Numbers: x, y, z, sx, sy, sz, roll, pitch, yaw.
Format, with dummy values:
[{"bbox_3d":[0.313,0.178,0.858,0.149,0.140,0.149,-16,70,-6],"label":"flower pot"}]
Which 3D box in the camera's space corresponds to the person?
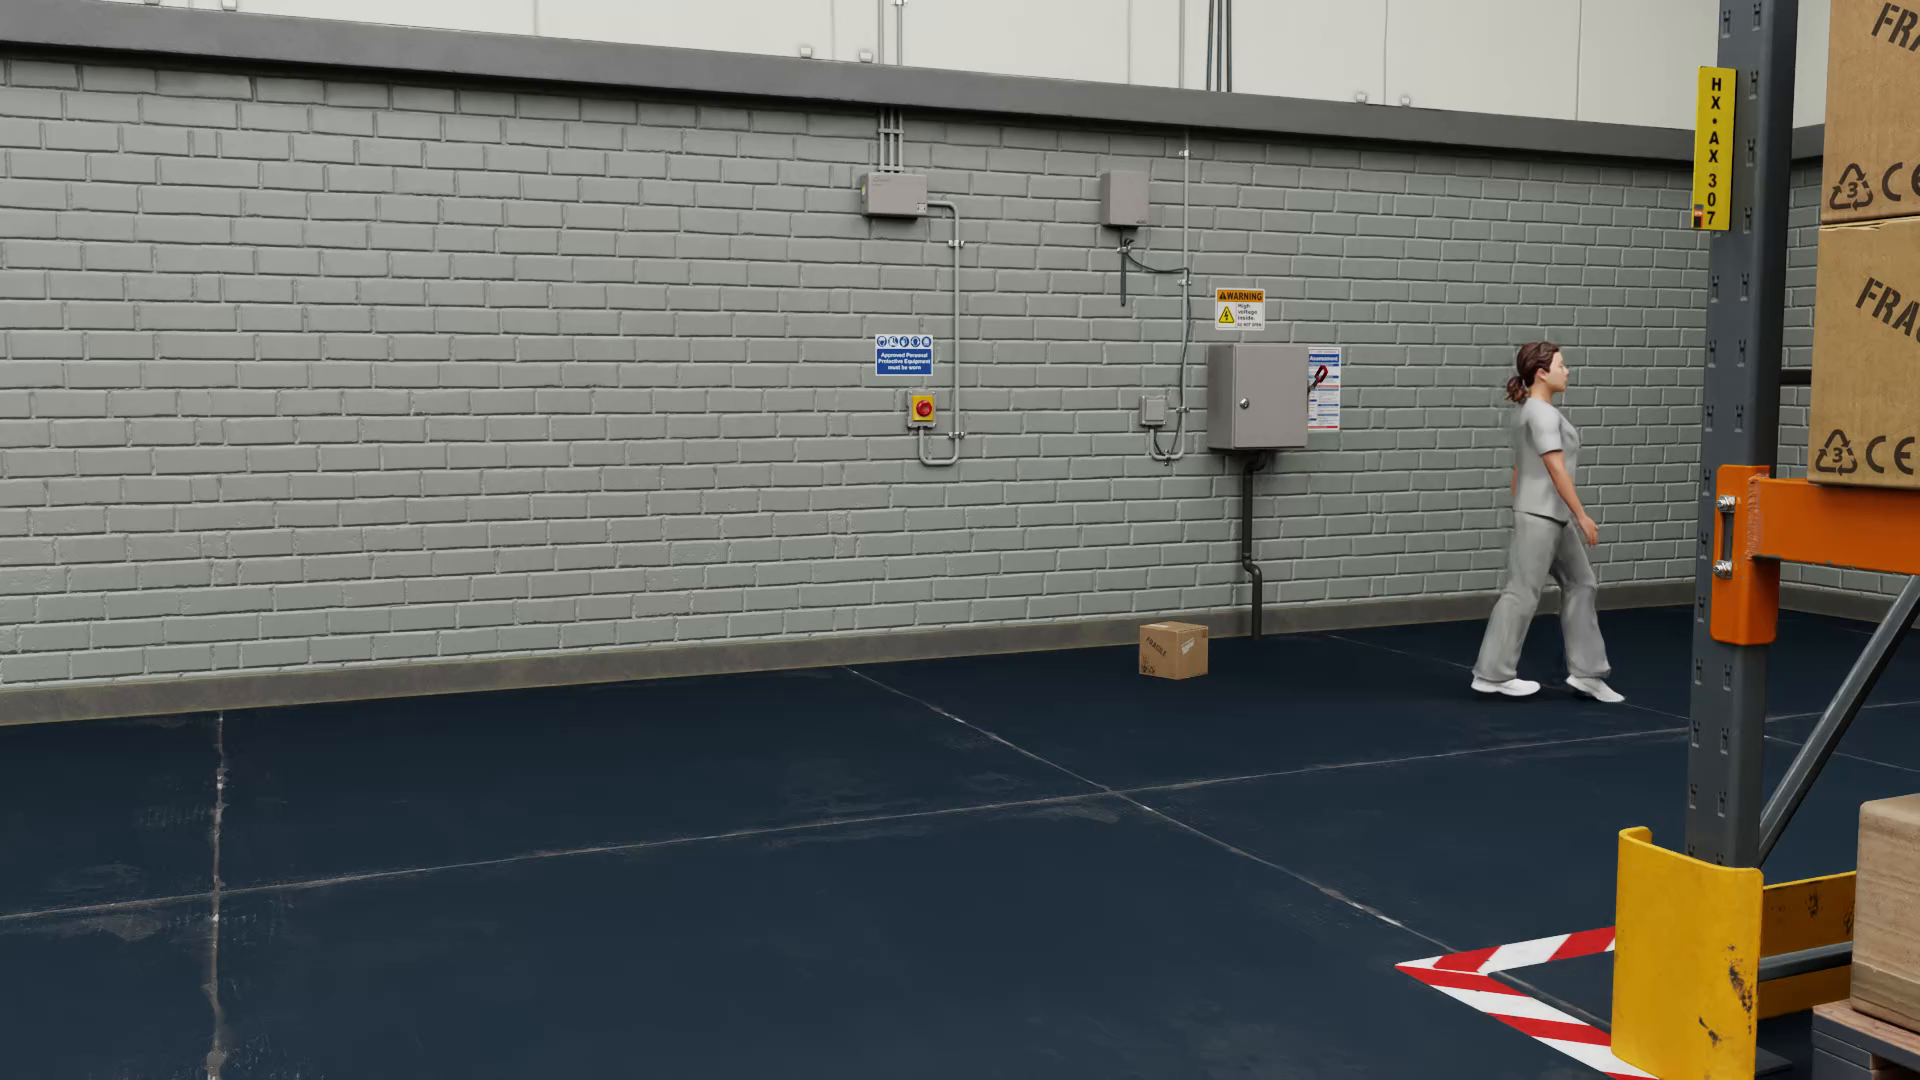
[{"bbox_3d":[2.763,-0.062,7.711,0.713,1.710,0.478,1,6,12],"label":"person"}]
